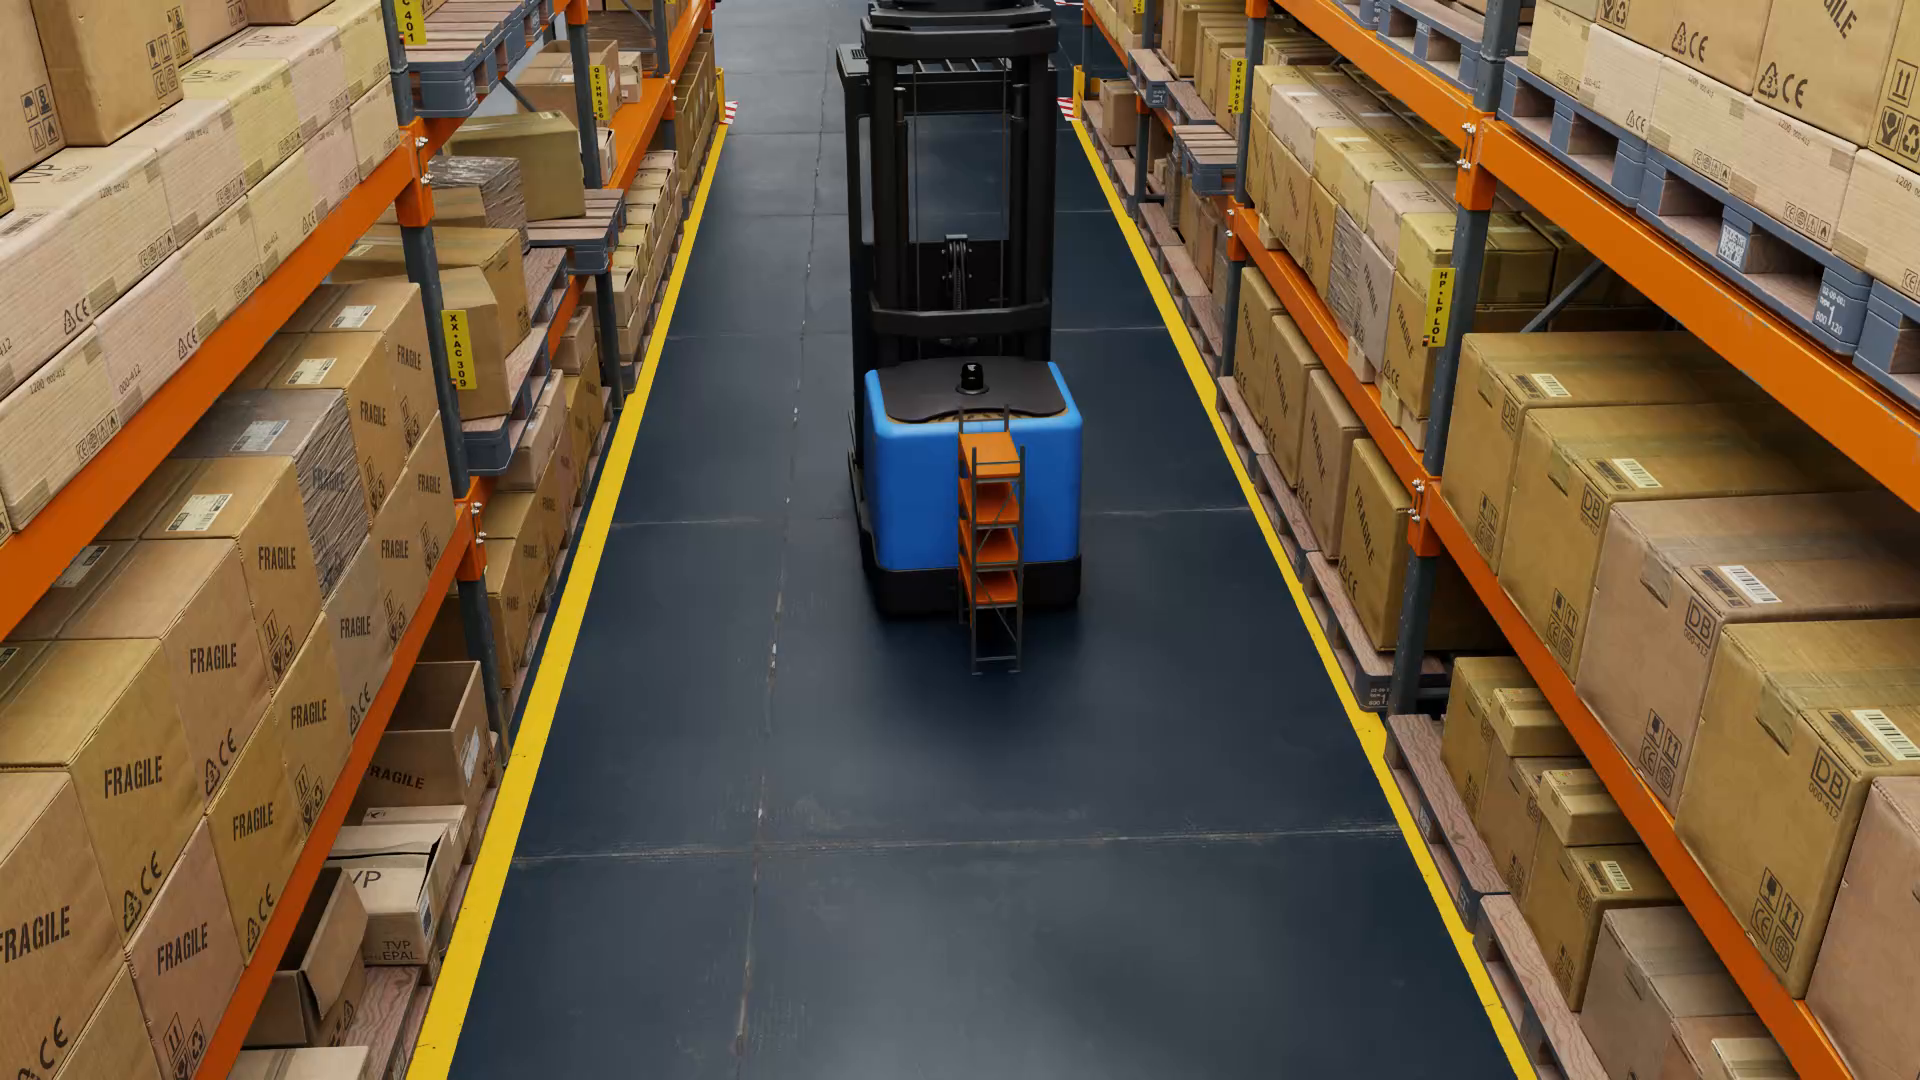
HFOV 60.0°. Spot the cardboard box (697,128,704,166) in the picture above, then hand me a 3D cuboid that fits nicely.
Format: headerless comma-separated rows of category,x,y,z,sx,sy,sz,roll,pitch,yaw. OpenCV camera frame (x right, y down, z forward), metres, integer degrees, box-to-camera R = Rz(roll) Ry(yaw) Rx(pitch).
cardboard box,-2.681,-3.686,15.592,0.500,0.250,0.500,-1,28,-3

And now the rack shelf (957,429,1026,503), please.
rack shelf,0.143,-0.350,7.774,0.258,0.148,0.480,-3,28,-6

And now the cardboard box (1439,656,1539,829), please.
cardboard box,2.383,0.808,6.706,0.700,0.500,0.500,-1,28,-2

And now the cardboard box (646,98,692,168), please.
cardboard box,-2.629,-3.556,14.534,0.500,0.500,0.500,-1,28,-3

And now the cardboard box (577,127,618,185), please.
cardboard box,-2.562,-2.566,11.023,0.500,0.311,0.500,-2,28,-3

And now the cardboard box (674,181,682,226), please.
cardboard box,-2.607,-2.818,13.928,0.500,0.250,0.500,-2,28,-3

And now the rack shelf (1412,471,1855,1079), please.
rack shelf,2.551,0.781,5.288,1.077,0.370,4.000,-1,28,-3

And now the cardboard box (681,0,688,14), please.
cardboard box,-3.083,-5.468,16.383,0.700,0.500,0.500,-1,28,-1

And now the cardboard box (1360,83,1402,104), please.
cardboard box,2.544,-2.384,9.316,0.500,0.250,0.500,-2,28,-4

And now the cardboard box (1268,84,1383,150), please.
cardboard box,2.033,-2.363,9.274,0.500,0.250,0.500,-2,28,-3

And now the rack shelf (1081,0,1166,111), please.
rack shelf,1.924,-4.761,15.913,1.077,0.370,4.000,-1,28,-3

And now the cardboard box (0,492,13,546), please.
cardboard box,-2.064,0.000,2.926,0.500,0.250,0.500,-1,28,-3

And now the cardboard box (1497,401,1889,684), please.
cardboard box,2.491,-0.007,5.695,0.980,0.700,0.700,-2,28,-4

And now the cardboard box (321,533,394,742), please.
cardboard box,-2.160,0.315,5.295,0.500,0.500,0.500,-1,28,-1

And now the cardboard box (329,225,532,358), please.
cardboard box,-2.401,-1.111,7.575,0.700,0.500,0.500,3,28,5

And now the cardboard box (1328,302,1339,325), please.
cardboard box,2.121,-1.220,8.595,0.380,0.149,0.250,-1,28,-1

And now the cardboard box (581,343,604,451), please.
cardboard box,-2.426,-0.848,9.860,0.500,0.500,0.500,0,28,-1

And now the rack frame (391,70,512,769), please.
rack frame,-2.500,-0.341,6.660,1.000,3.000,0.127,-1,28,-3

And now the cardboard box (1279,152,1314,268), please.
cardboard box,2.050,-1.793,8.992,0.500,0.500,0.500,-2,28,-3

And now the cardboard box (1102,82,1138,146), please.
cardboard box,1.784,-4.166,16.220,0.700,0.500,0.500,-3,28,-6

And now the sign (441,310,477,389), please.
sign,-1.959,-0.741,6.491,0.100,0.325,0.005,-1,28,-3

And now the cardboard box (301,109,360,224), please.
cardboard box,-2.194,-1.155,5.139,0.500,0.250,0.500,-1,28,-3

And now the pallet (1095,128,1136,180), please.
pallet,1.892,-3.794,16.297,1.003,0.211,1.213,-1,28,-3

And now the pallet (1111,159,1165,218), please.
pallet,1.959,-3.229,15.214,1.003,0.211,1.213,-1,28,-3

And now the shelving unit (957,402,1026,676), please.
shelving unit,0.143,-0.002,7.956,0.258,1.200,0.503,-3,28,-6

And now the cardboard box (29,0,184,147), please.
cardboard box,-2.342,-1.242,3.955,0.700,0.500,0.500,-1,28,-3

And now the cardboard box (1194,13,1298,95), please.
cardboard box,2.109,-3.599,12.322,0.700,0.500,0.500,2,28,4

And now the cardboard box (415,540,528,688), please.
cardboard box,-2.282,0.343,7.576,0.500,0.500,0.500,-3,28,-5

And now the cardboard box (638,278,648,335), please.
cardboard box,-2.470,-1.636,11.662,0.500,0.250,0.500,-2,28,-4

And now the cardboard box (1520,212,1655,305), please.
cardboard box,2.683,-1.198,7.042,0.500,0.250,0.500,-1,28,-1

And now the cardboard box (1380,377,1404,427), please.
cardboard box,2.109,-0.625,7.454,0.380,0.149,0.250,-1,28,-2

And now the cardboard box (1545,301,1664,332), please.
cardboard box,2.674,-0.866,7.215,0.500,0.500,0.500,-2,28,-4

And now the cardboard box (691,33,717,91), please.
cardboard box,-2.802,-4.942,17.189,0.500,0.500,0.500,-1,28,-3

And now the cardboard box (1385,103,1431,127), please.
cardboard box,2.567,-2.147,8.861,0.500,0.250,0.500,-2,28,-4

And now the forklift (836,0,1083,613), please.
forklift,-0.077,-1.586,9.122,1.130,2.935,3.031,-3,28,-6

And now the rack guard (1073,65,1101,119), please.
rack guard,1.824,-4.860,18.028,1.175,0.500,0.348,-1,28,-3

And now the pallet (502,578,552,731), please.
pallet,-2.580,0.521,8.023,1.003,0.211,1.213,-1,28,-3

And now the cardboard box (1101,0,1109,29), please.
cardboard box,1.615,-5.005,15.743,0.500,0.250,0.500,-1,28,-2

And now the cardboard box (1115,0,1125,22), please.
cardboard box,1.664,-4.873,14.678,0.500,0.500,0.500,-2,28,-3

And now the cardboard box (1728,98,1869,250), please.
cardboard box,2.292,-0.921,4.129,0.500,0.250,0.500,-2,28,-4

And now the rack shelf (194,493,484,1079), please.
rack shelf,-2.396,0.902,5.055,1.077,0.370,4.000,-1,28,-3

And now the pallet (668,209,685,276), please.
pallet,-2.840,-2.460,13.737,1.003,0.211,1.213,-1,28,-3

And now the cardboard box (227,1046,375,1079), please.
cardboard box,-2.089,1.811,5.032,0.500,0.250,0.500,-1,28,-3

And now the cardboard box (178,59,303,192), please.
cardboard box,-2.157,-1.146,4.581,0.500,0.250,0.500,-1,28,-3

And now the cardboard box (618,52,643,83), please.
cardboard box,-2.848,-3.742,13.344,0.500,0.250,0.500,0,28,1

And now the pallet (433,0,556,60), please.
pallet,-2.521,-2.369,7.508,1.213,0.211,1.003,-1,28,-3

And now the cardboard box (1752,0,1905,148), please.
cardboard box,2.294,-1.245,3.939,0.500,0.500,0.500,-3,28,-5

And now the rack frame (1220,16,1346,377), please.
rack frame,2.238,-2.309,10.434,1.000,3.000,0.127,-1,28,-3

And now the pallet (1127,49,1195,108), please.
pallet,1.924,-3.715,13.337,1.003,0.211,1.213,-1,28,-3

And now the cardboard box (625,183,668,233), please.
cardboard box,-2.553,-2.600,12.905,0.500,0.311,0.500,-1,28,-3

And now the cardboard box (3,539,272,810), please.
cardboard box,-2.107,0.335,4.174,0.500,0.500,0.500,-1,28,-2

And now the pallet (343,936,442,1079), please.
pallet,-2.398,1.778,5.614,1.003,0.211,1.213,-1,28,-3

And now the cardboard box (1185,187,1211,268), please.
cardboard box,2.147,-2.430,12.892,0.700,0.500,0.500,-1,28,-2
